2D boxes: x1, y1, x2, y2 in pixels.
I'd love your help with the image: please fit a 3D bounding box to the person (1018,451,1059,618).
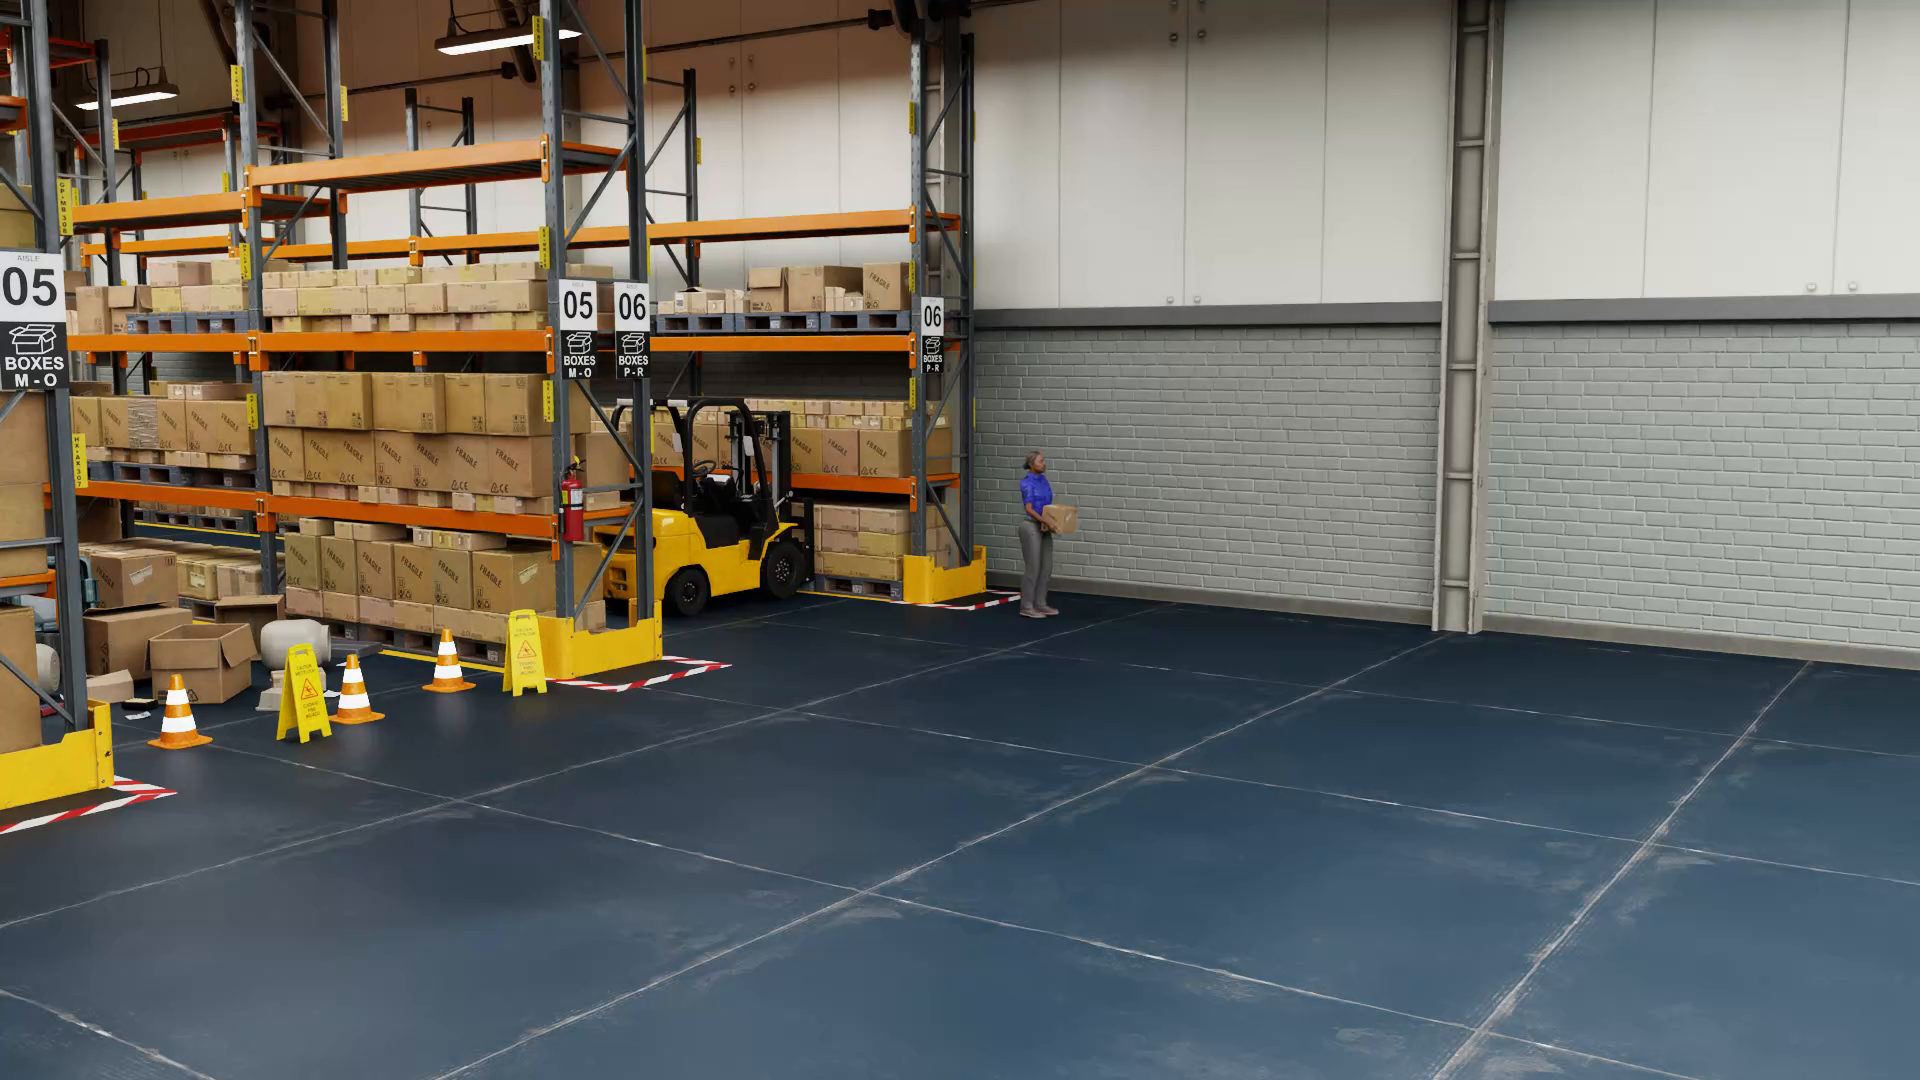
[{"bbox_3d":[0.840,-0.061,16.575,0.500,1.653,0.460,4,8,33],"label":"person"}]
